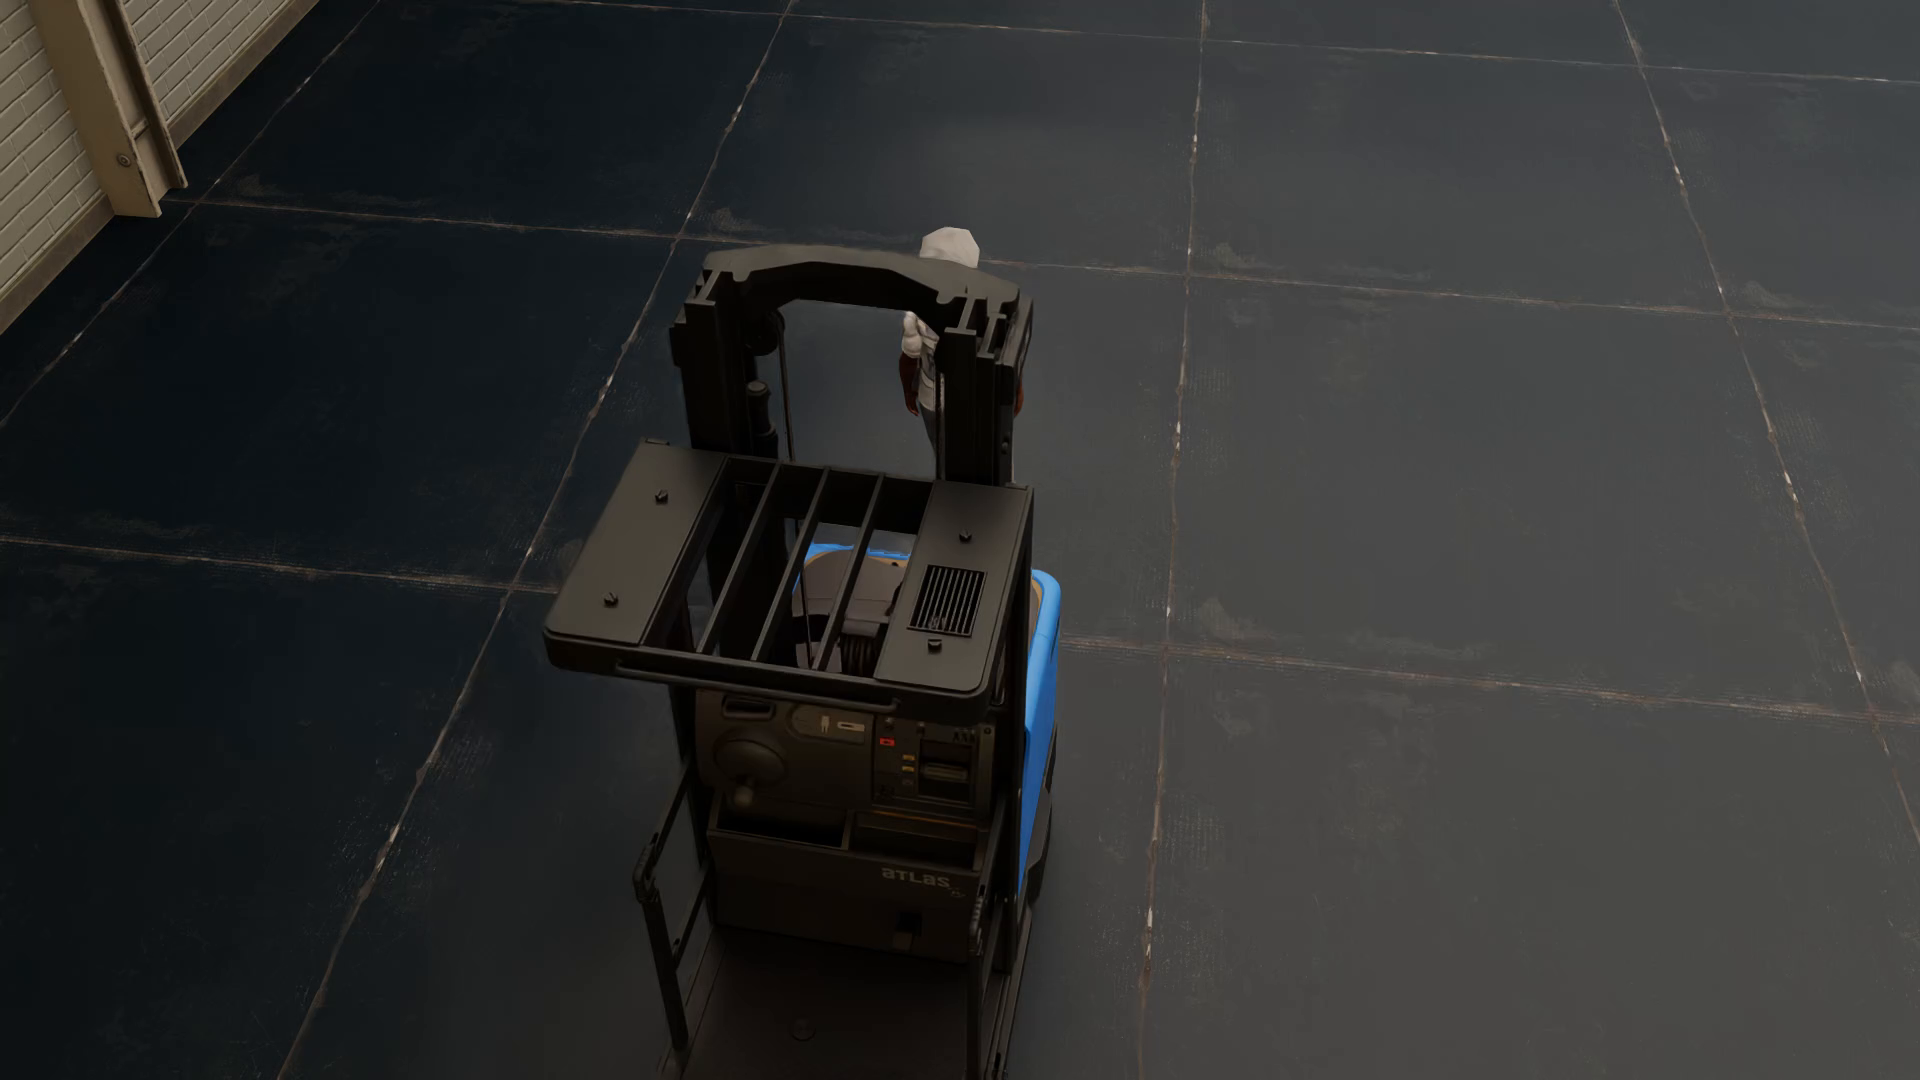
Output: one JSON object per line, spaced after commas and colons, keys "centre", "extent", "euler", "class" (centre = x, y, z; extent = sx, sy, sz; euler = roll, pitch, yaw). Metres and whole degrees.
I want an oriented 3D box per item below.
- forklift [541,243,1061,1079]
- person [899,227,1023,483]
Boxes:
{"centre": [-0.393, 0.747, 4.911], "extent": [1.130, 2.935, 3.031], "euler": [7, 43, 8], "class": "forklift"}
{"centre": [0.029, -0.678, 7.365], "extent": [0.570, 1.697, 0.528], "euler": [5, 43, 6], "class": "person"}
